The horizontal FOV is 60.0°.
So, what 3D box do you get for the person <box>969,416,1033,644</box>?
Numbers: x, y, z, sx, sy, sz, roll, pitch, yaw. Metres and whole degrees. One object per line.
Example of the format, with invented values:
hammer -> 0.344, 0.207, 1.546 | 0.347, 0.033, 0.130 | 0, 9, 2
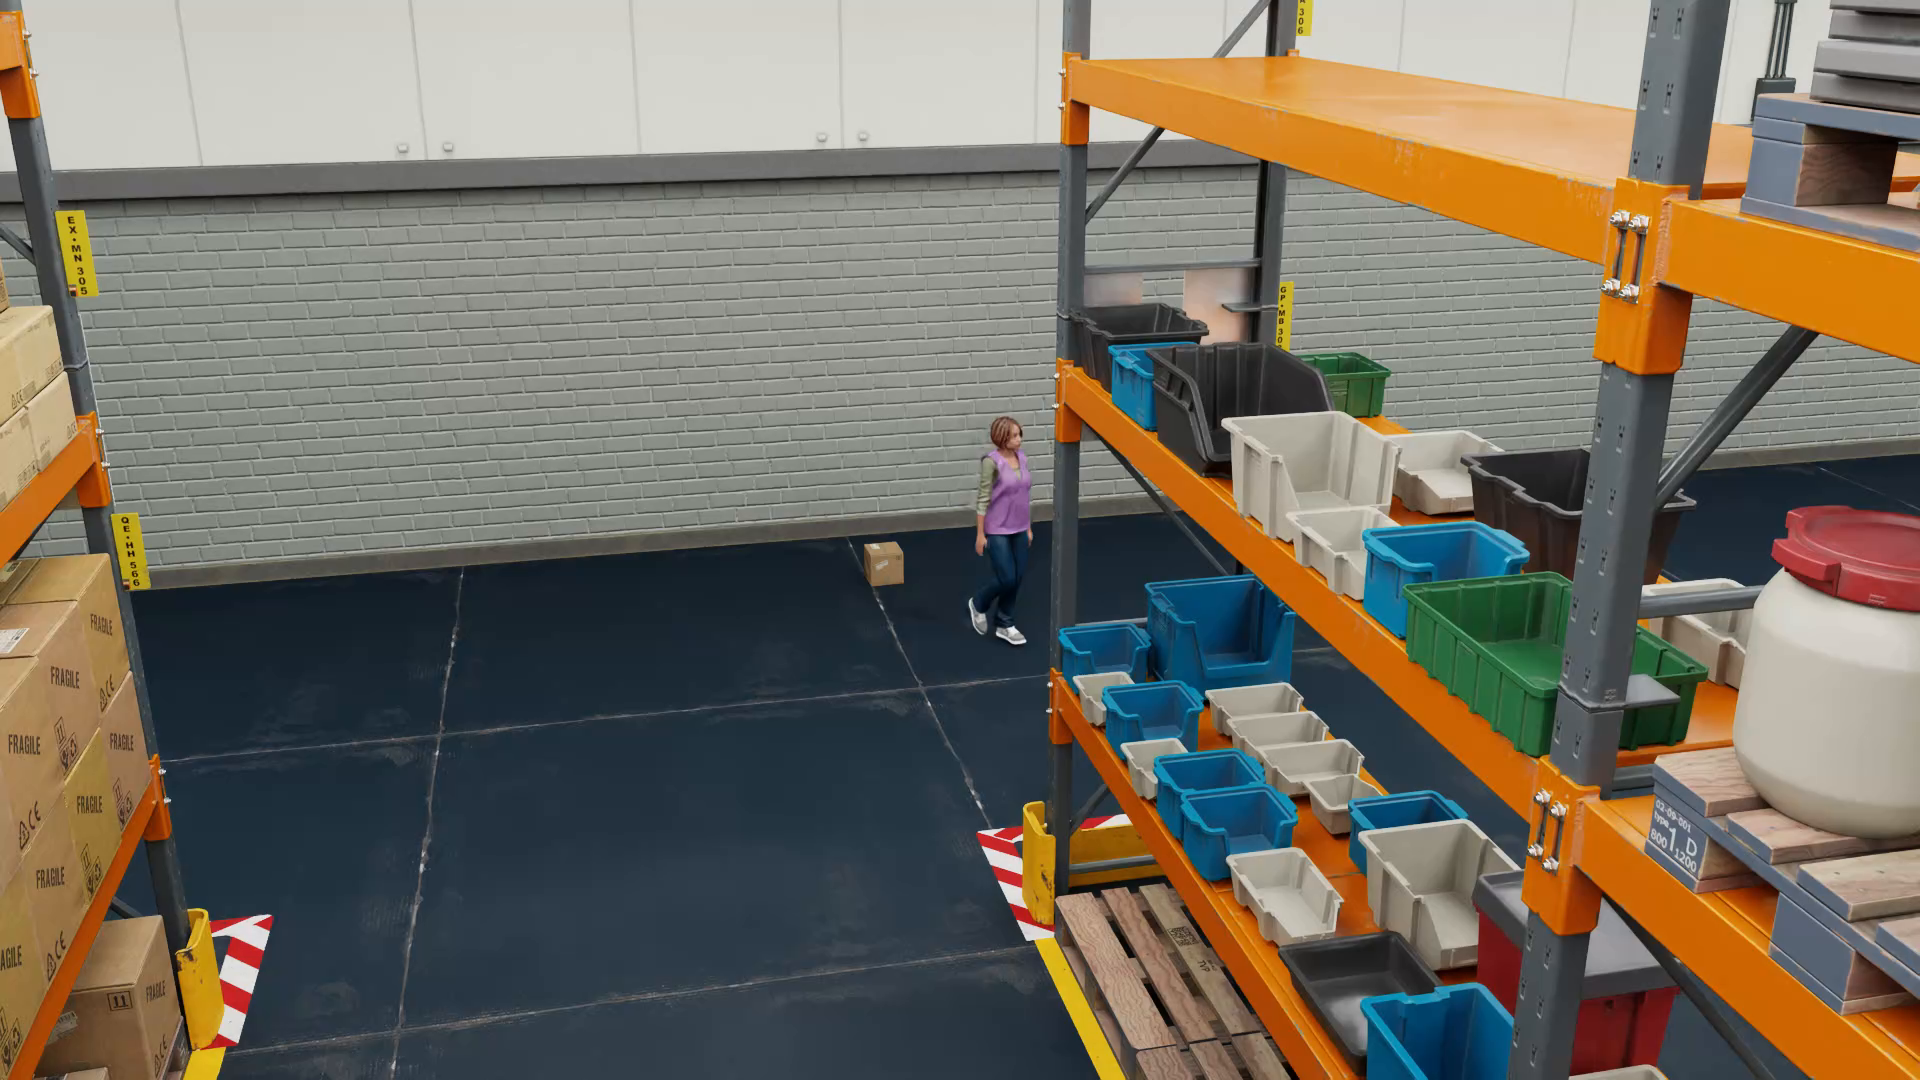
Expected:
person -> 0.288, -0.065, 11.184 | 0.444, 1.591, 0.454 | -18, 27, -40
